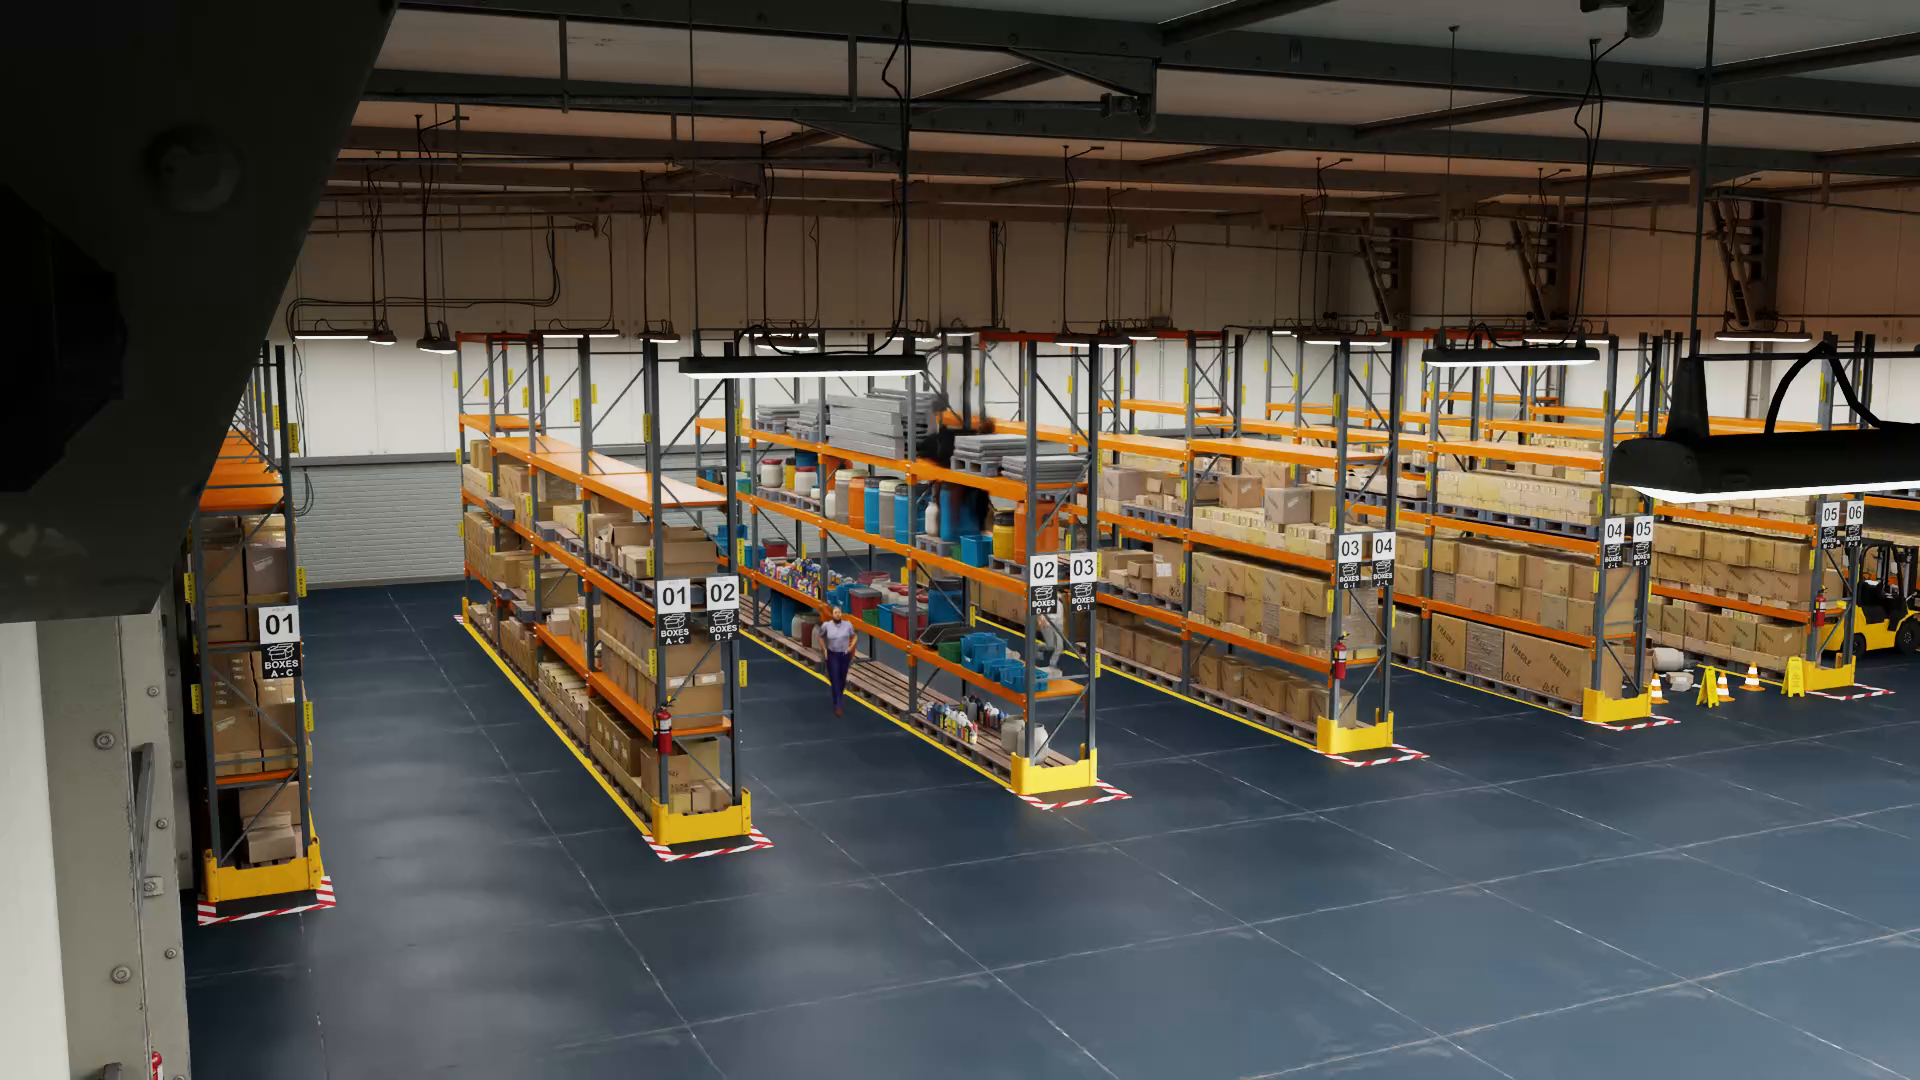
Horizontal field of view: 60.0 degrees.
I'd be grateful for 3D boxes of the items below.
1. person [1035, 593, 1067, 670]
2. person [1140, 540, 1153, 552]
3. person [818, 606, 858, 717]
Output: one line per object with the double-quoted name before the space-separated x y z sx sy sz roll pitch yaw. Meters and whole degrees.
"person" 1.634 1.519 29.903 0.614 1.631 0.575 -4 9 -28
"person" 4.760 -0.116 41.597 0.556 1.717 0.786 7 11 44
"person" -1.841 1.840 25.273 0.599 1.679 0.788 -2 8 -17
